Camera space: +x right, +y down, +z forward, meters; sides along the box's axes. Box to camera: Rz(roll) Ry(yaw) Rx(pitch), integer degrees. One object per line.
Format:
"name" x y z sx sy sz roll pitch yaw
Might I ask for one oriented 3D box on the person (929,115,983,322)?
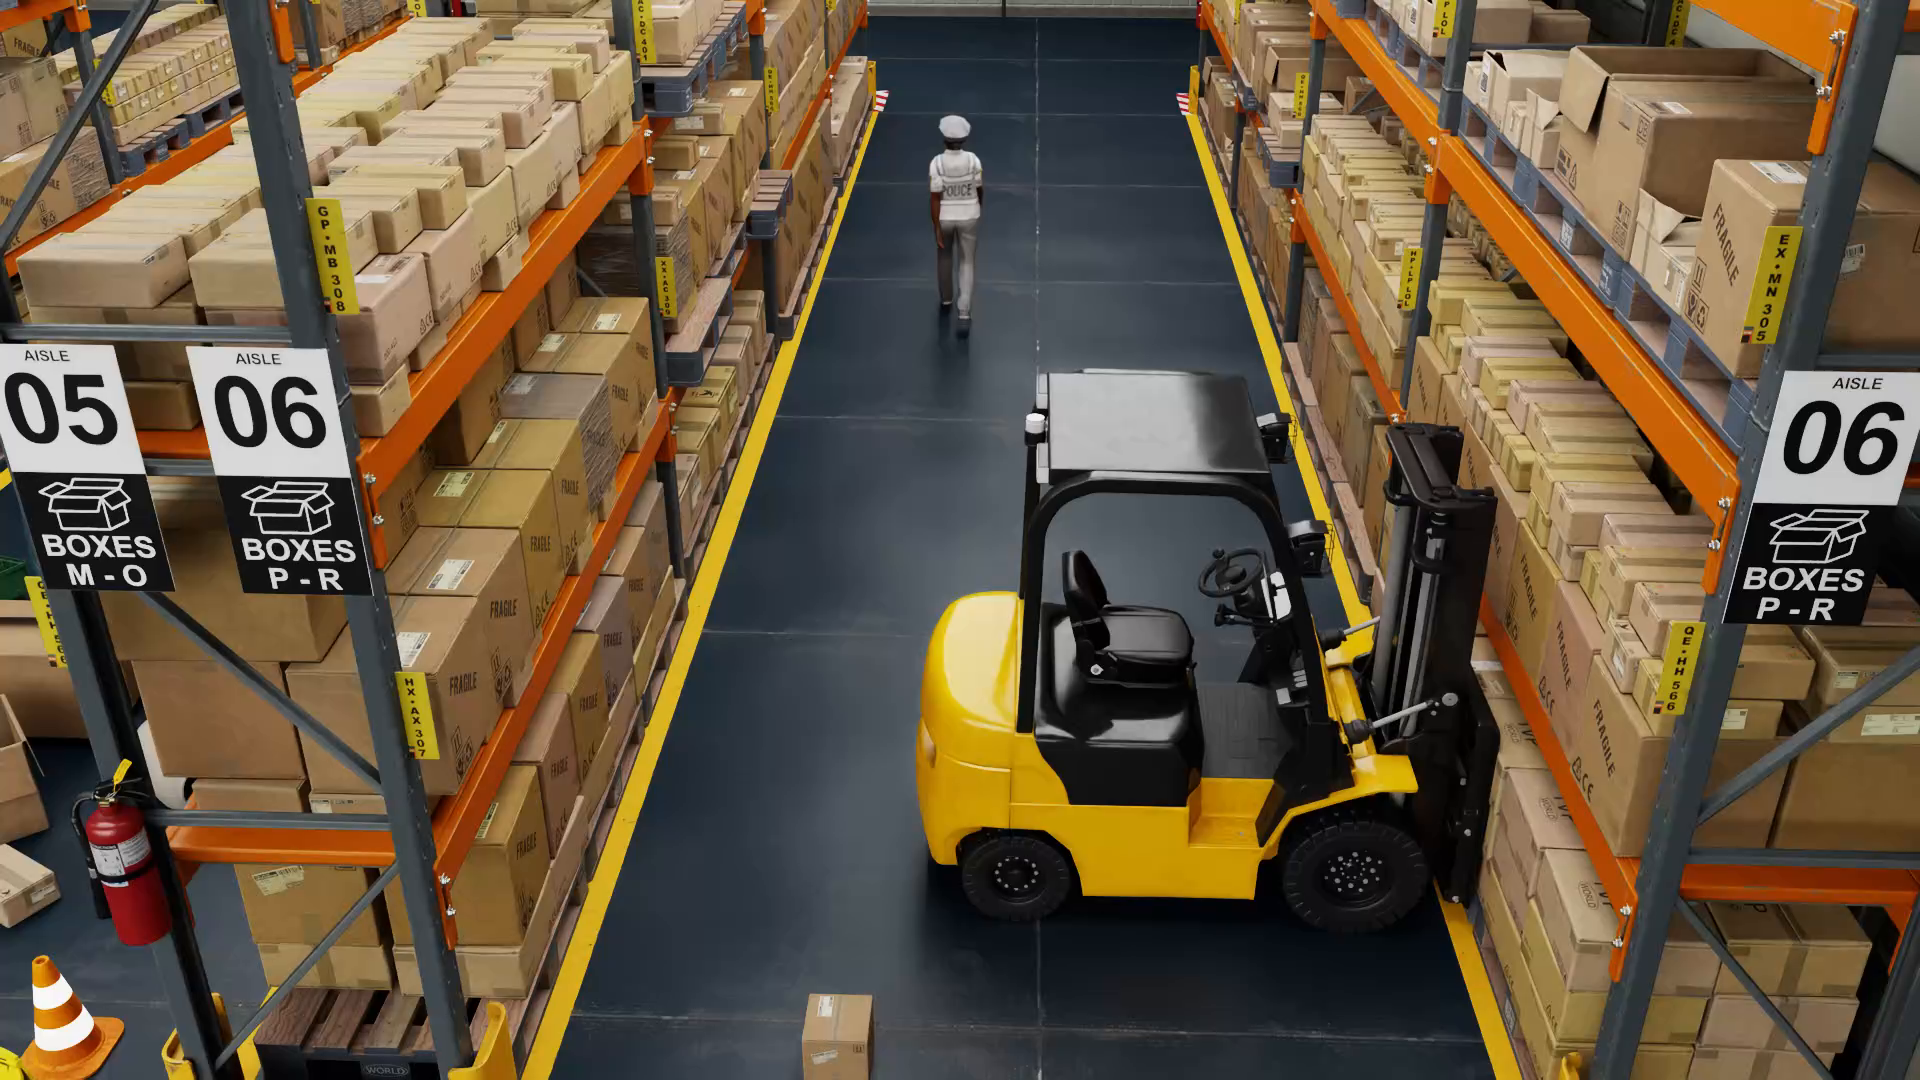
"person" -0.032 -2.613 13.467 0.435 1.644 0.978 0 28 0
